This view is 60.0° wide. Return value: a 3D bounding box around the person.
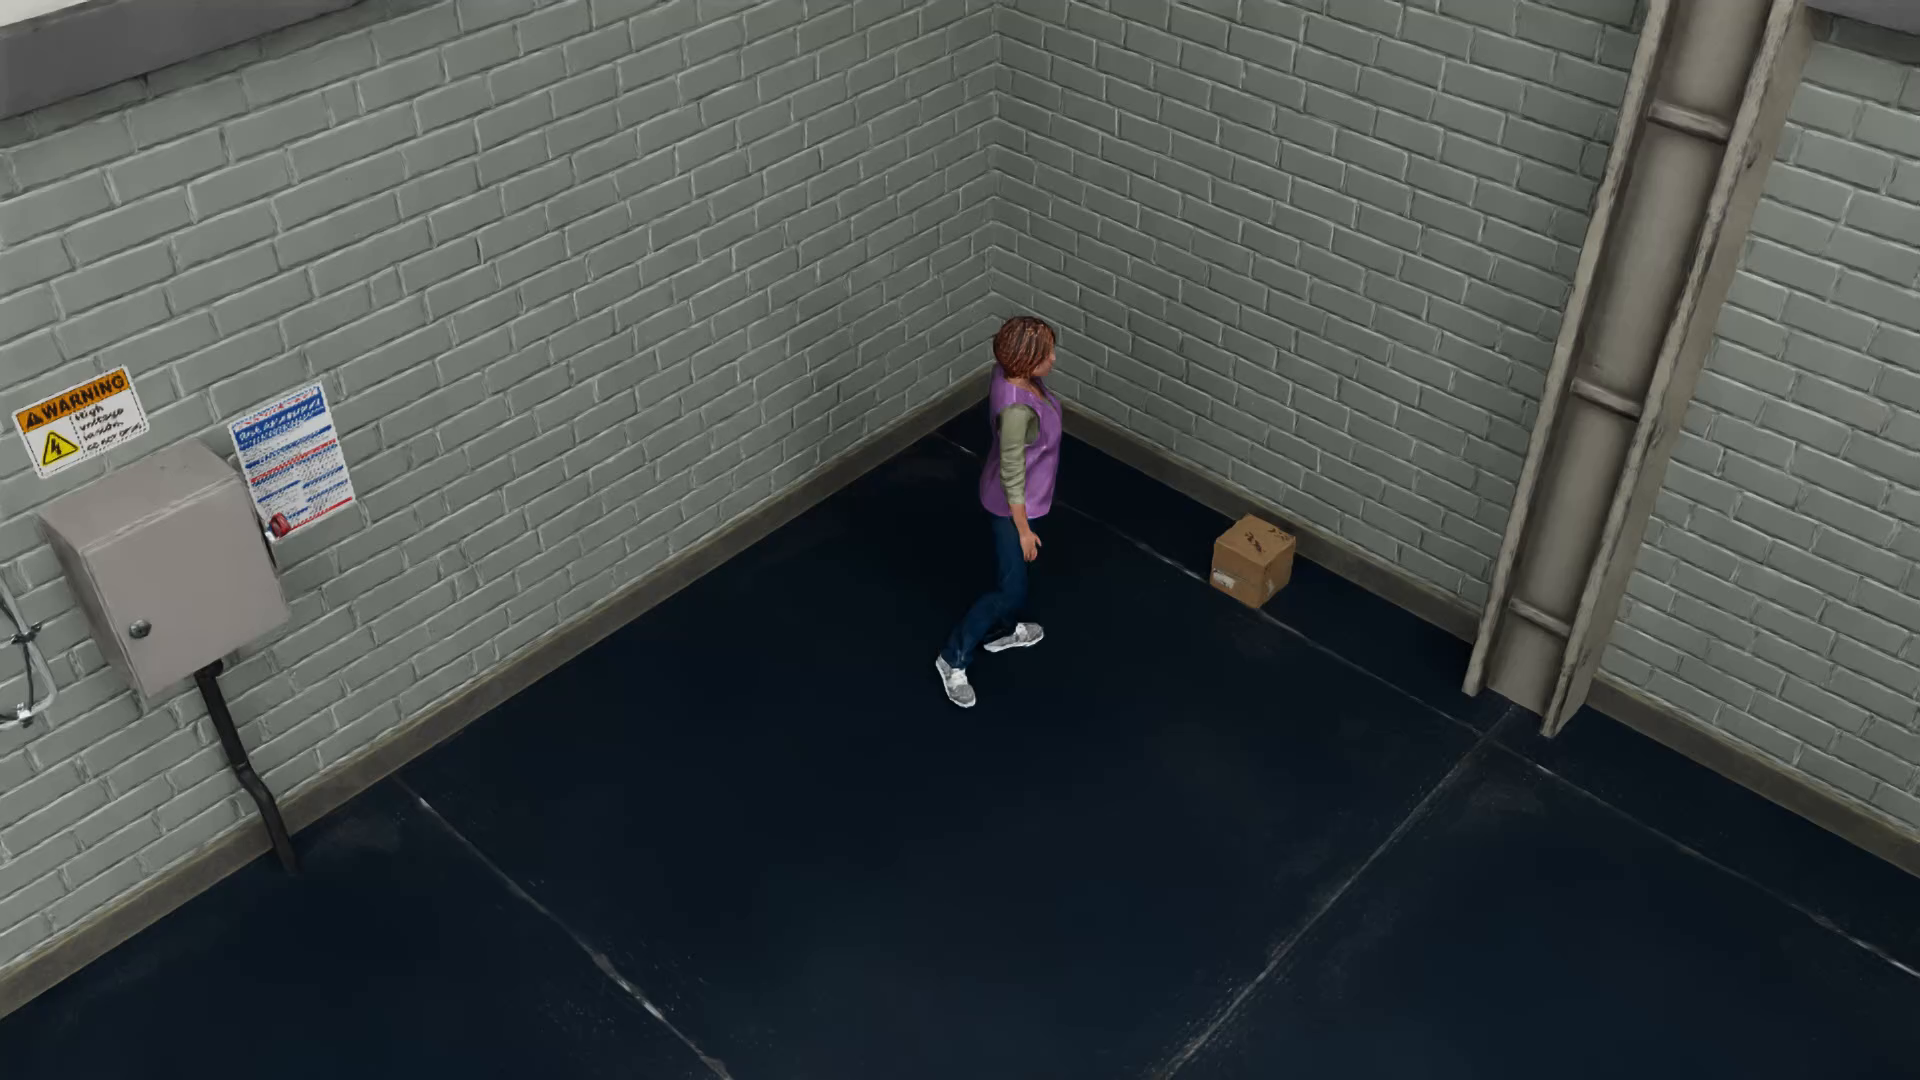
[{"bbox_3d":[0.140,-0.092,6.274,0.458,1.591,0.601,3,40,4],"label":"person"}]
